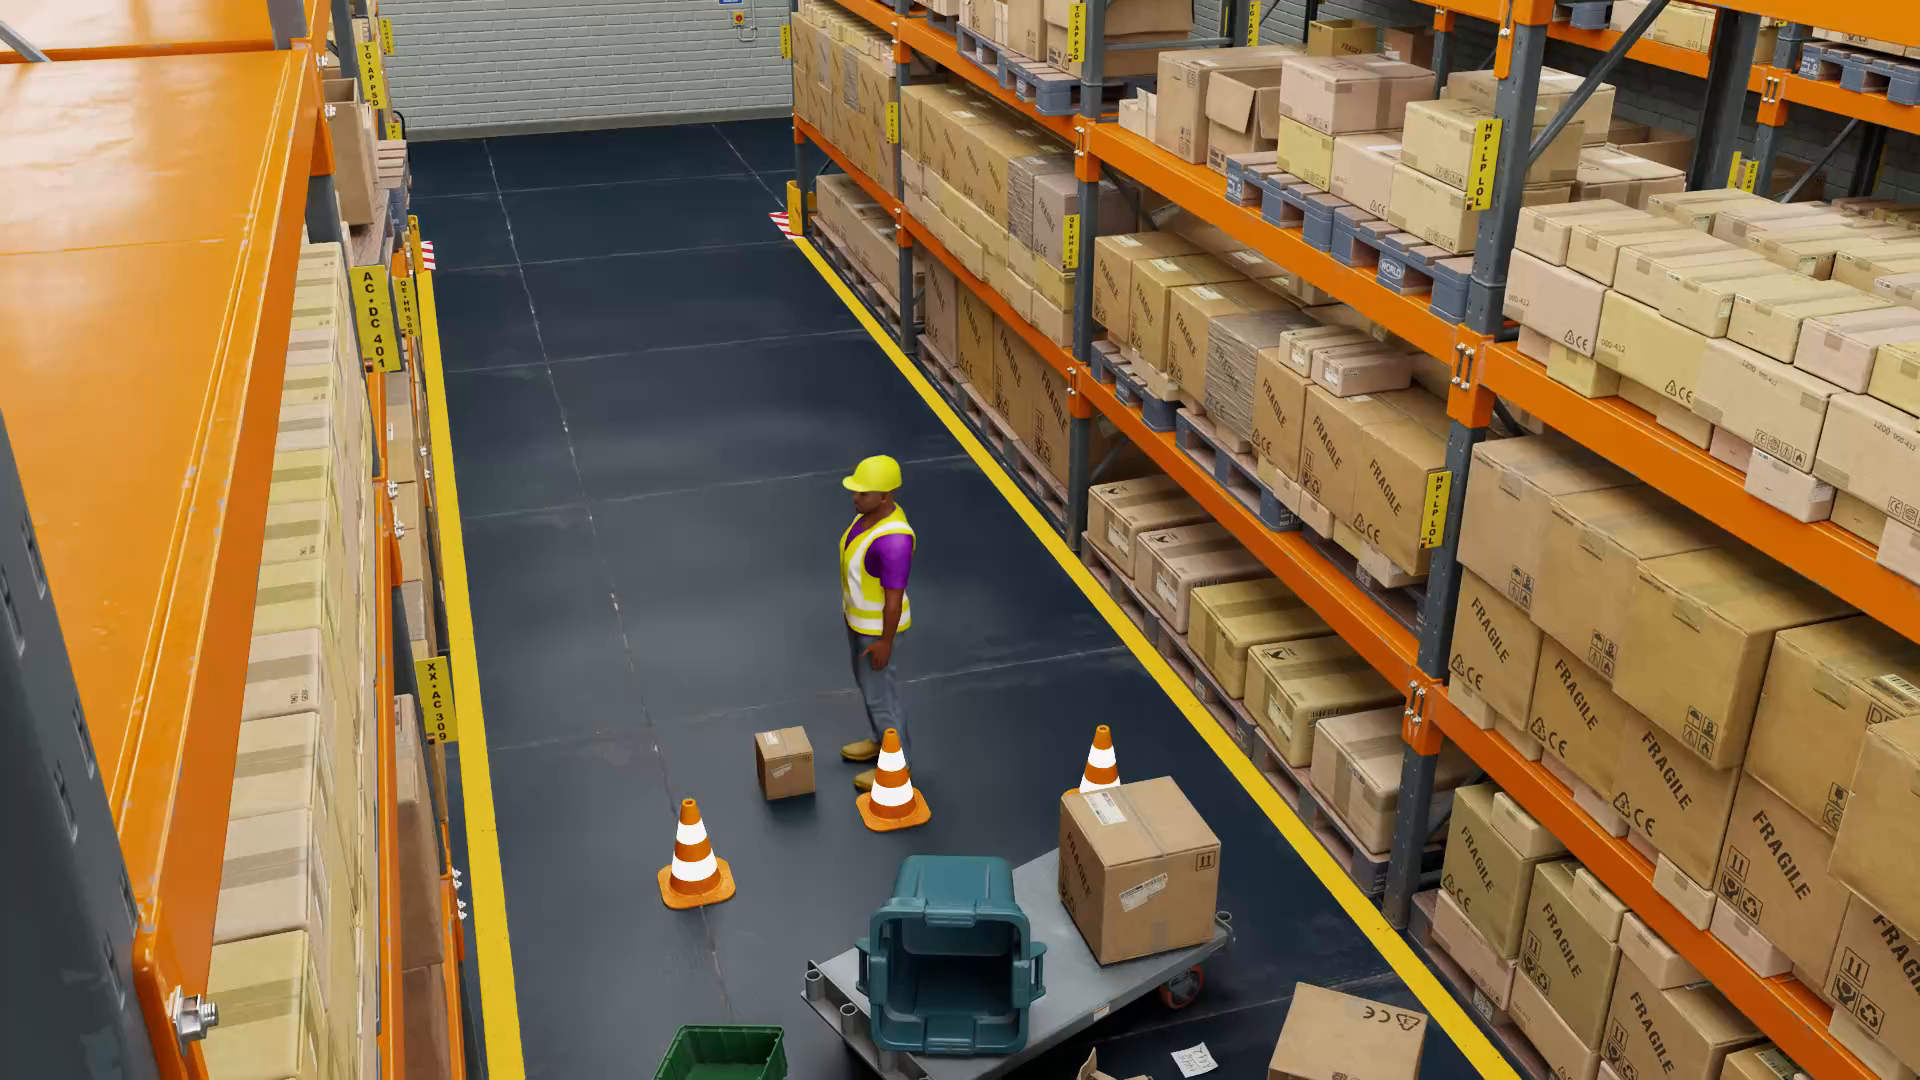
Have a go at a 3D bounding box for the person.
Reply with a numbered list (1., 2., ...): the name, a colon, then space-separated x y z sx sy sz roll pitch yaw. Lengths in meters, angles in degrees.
1. person: -0.415 0.400 8.277 0.354 1.761 0.562 -7 27 -15
